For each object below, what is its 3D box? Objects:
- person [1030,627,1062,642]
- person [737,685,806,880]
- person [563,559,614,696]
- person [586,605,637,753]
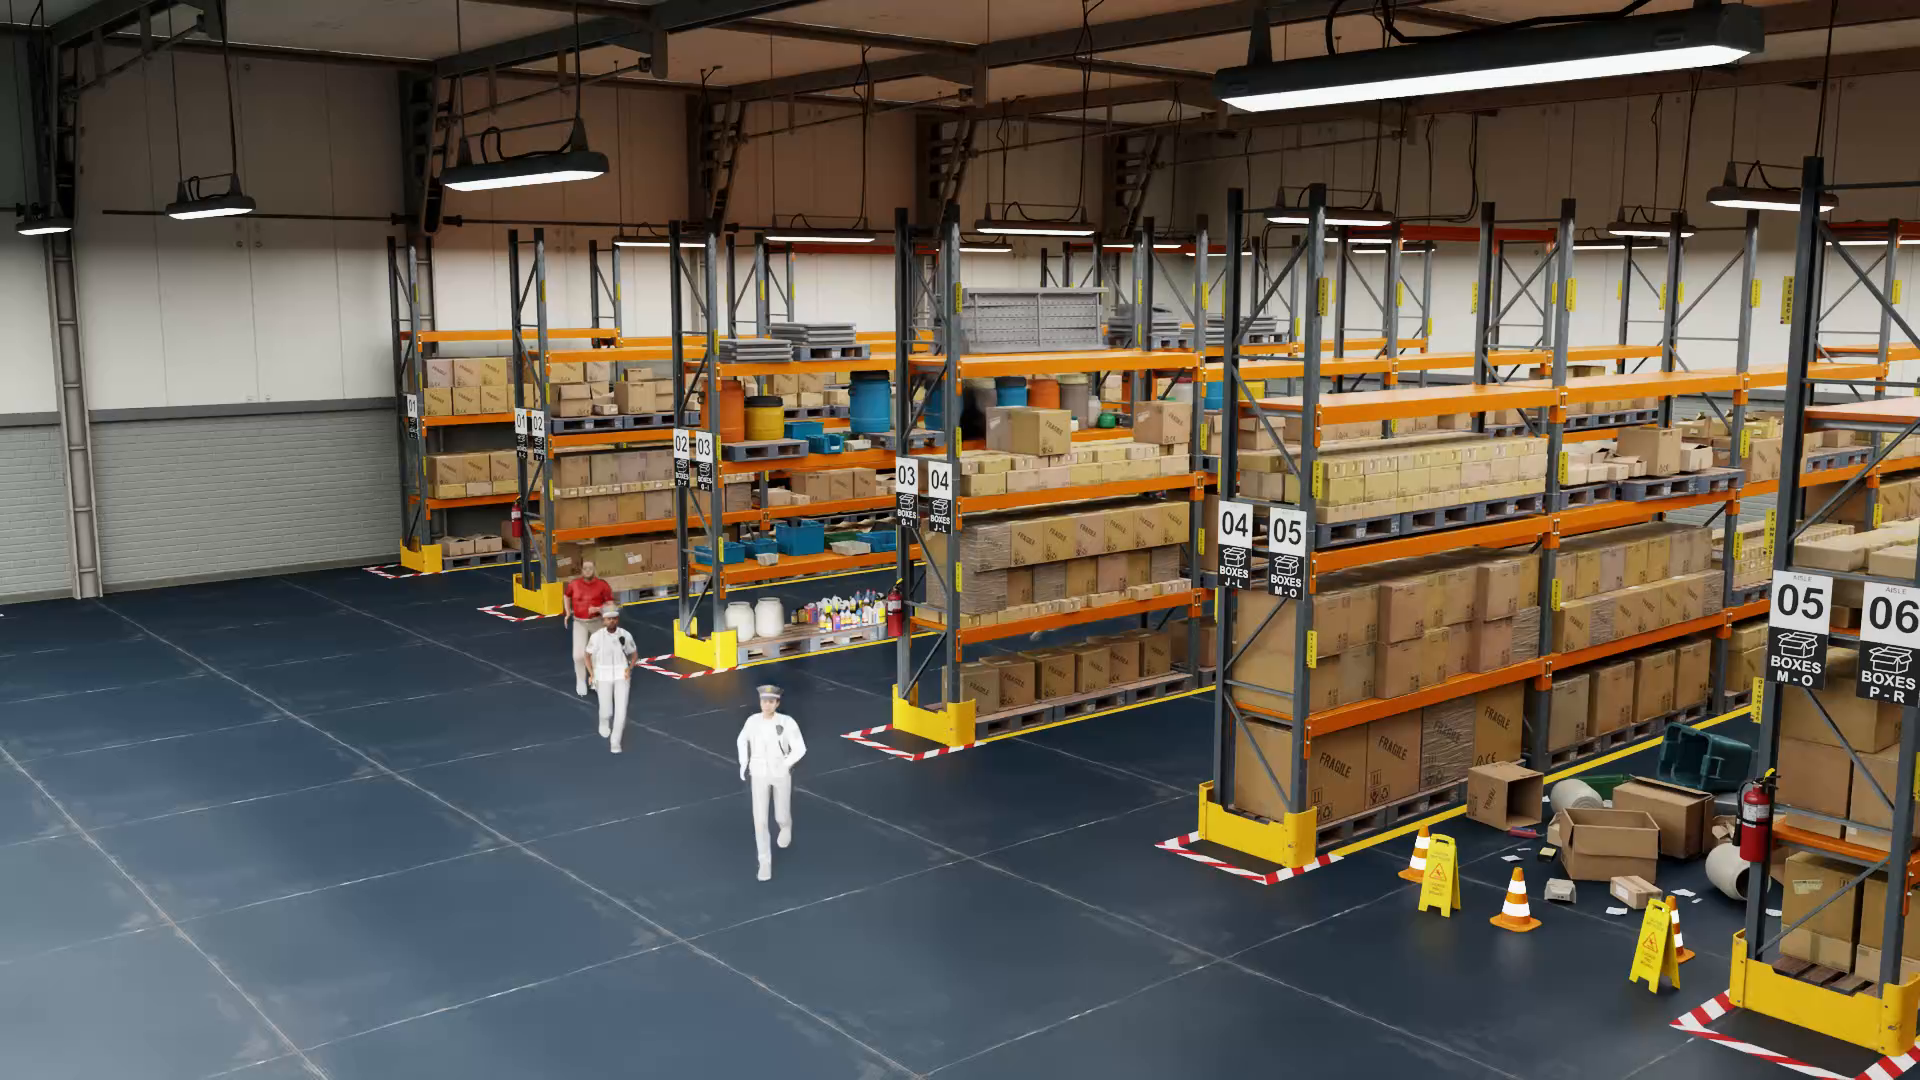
[{"bbox_3d":[1.210,0.512,23.163,0.590,1.798,0.535,8,12,40],"label":"person"},{"bbox_3d":[-1.678,2.078,14.733,0.643,1.663,0.857,1,9,3],"label":"person"},{"bbox_3d":[-4.686,1.117,20.979,0.638,1.734,0.703,-1,9,-9],"label":"person"},{"bbox_3d":[-3.872,1.523,18.516,0.550,1.651,0.458,-3,9,-17],"label":"person"}]
